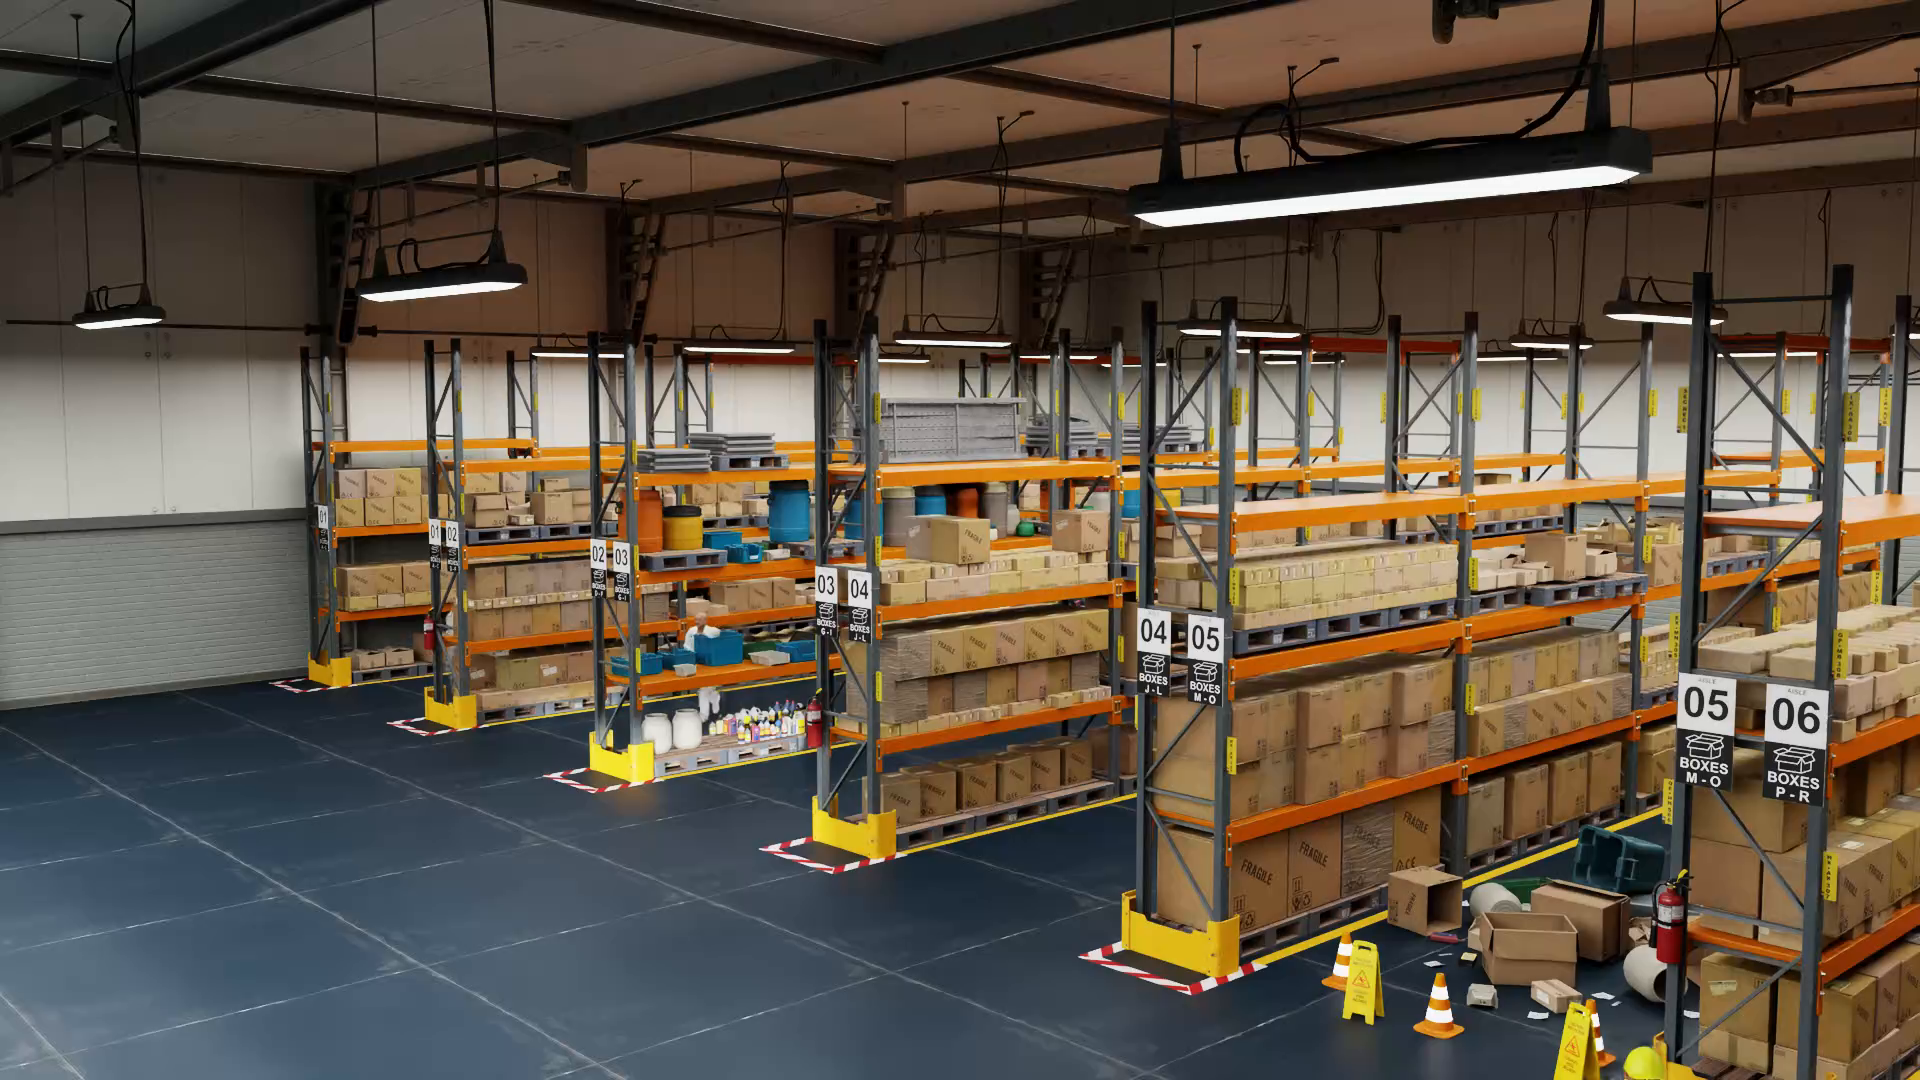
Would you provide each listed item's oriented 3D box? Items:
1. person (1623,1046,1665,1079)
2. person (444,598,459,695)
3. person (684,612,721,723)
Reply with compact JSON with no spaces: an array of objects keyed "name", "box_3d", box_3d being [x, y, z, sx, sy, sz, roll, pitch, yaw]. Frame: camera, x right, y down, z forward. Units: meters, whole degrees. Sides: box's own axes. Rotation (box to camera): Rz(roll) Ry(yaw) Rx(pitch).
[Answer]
[{"name":"person","box_3d":[3.758,3.532,9.092,0.772,1.696,0.838,4,6,36]},{"name":"person","box_3d":[-8.645,1.824,28.681,0.559,1.702,0.796,1,5,7]},{"name":"person","box_3d":[-4.011,1.983,26.427,0.711,1.735,0.862,2,5,21]}]
